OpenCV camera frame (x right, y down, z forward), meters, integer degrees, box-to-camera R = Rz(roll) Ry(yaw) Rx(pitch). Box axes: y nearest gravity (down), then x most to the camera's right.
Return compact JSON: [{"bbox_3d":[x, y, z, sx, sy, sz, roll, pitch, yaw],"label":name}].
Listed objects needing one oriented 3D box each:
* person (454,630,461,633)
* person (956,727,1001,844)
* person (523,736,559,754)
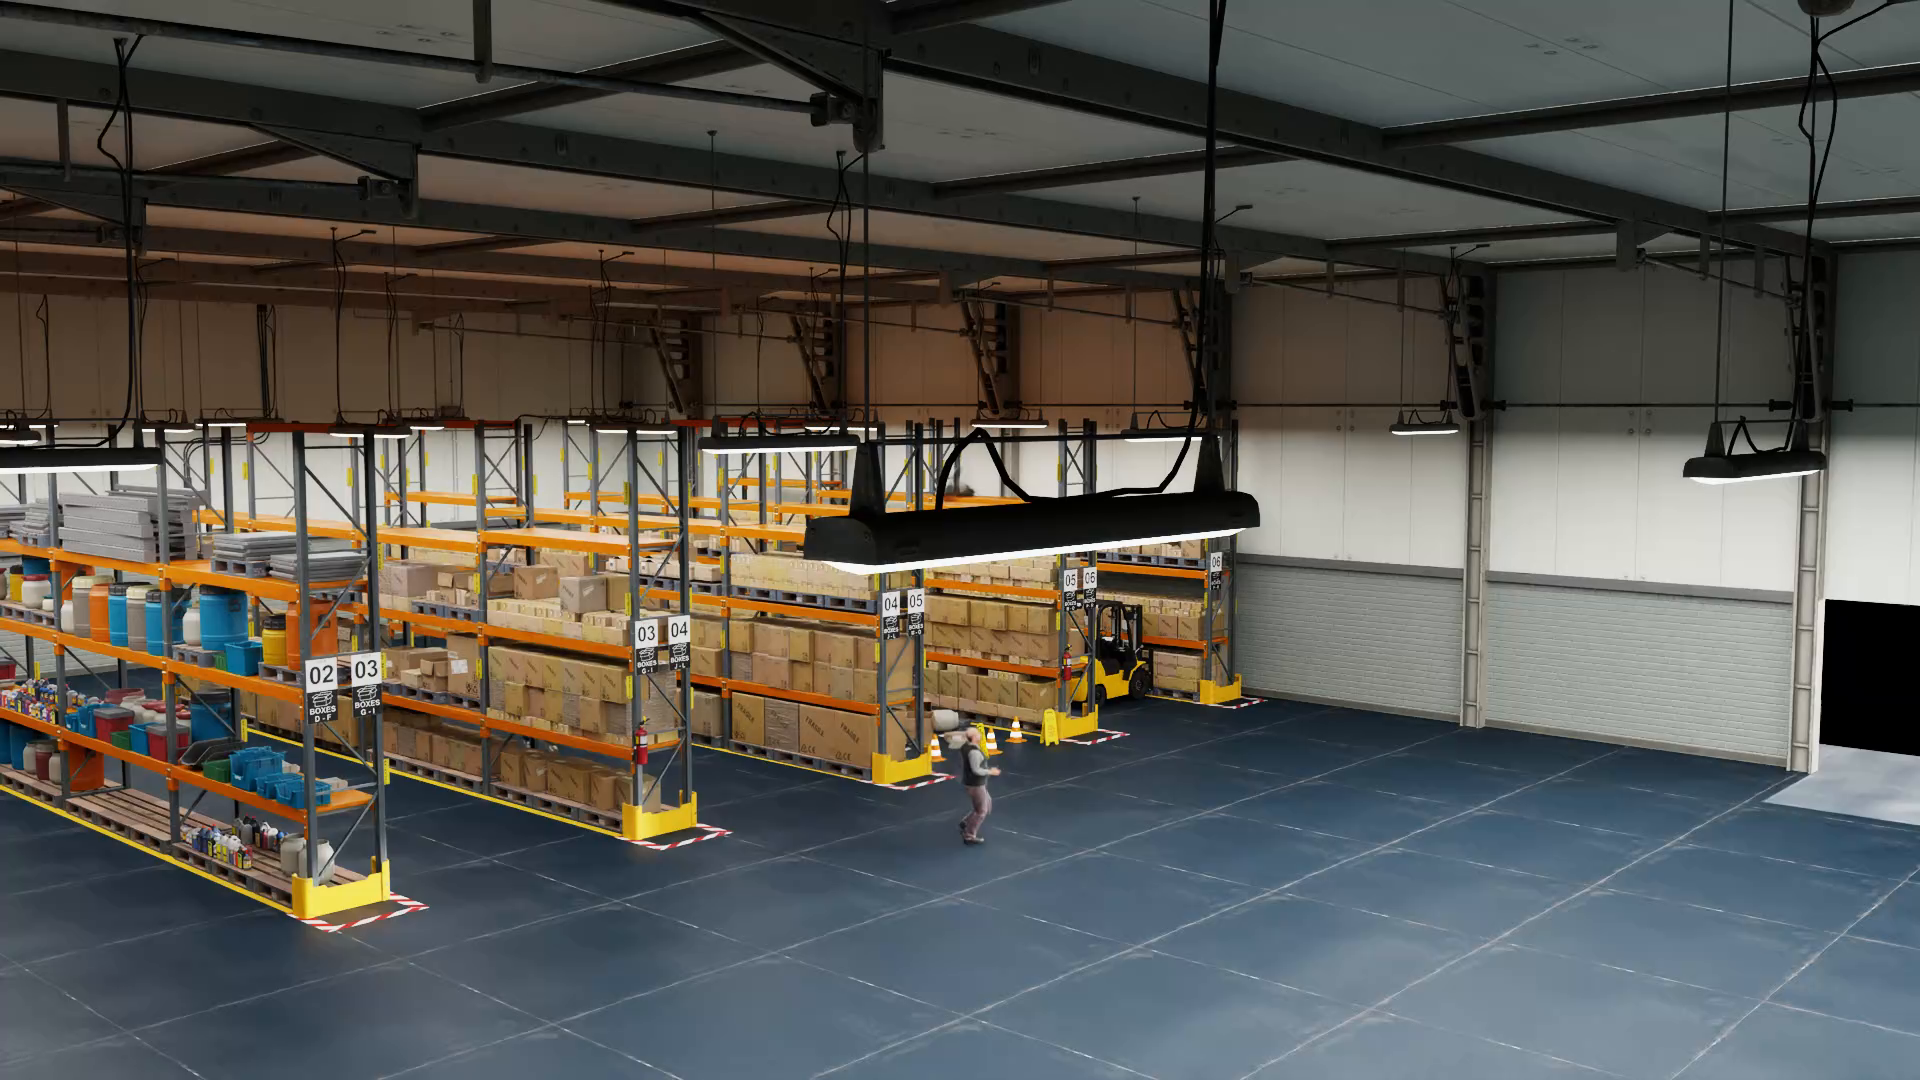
[{"bbox_3d":[-10.289,2.705,34.287,0.577,1.688,0.886,-5,7,-44],"label":"person"},{"bbox_3d":[0.281,3.524,23.970,0.578,1.676,0.650,-1,5,-11],"label":"person"},{"bbox_3d":[-7.587,3.063,30.266,0.845,1.632,0.547,4,6,39],"label":"person"}]
